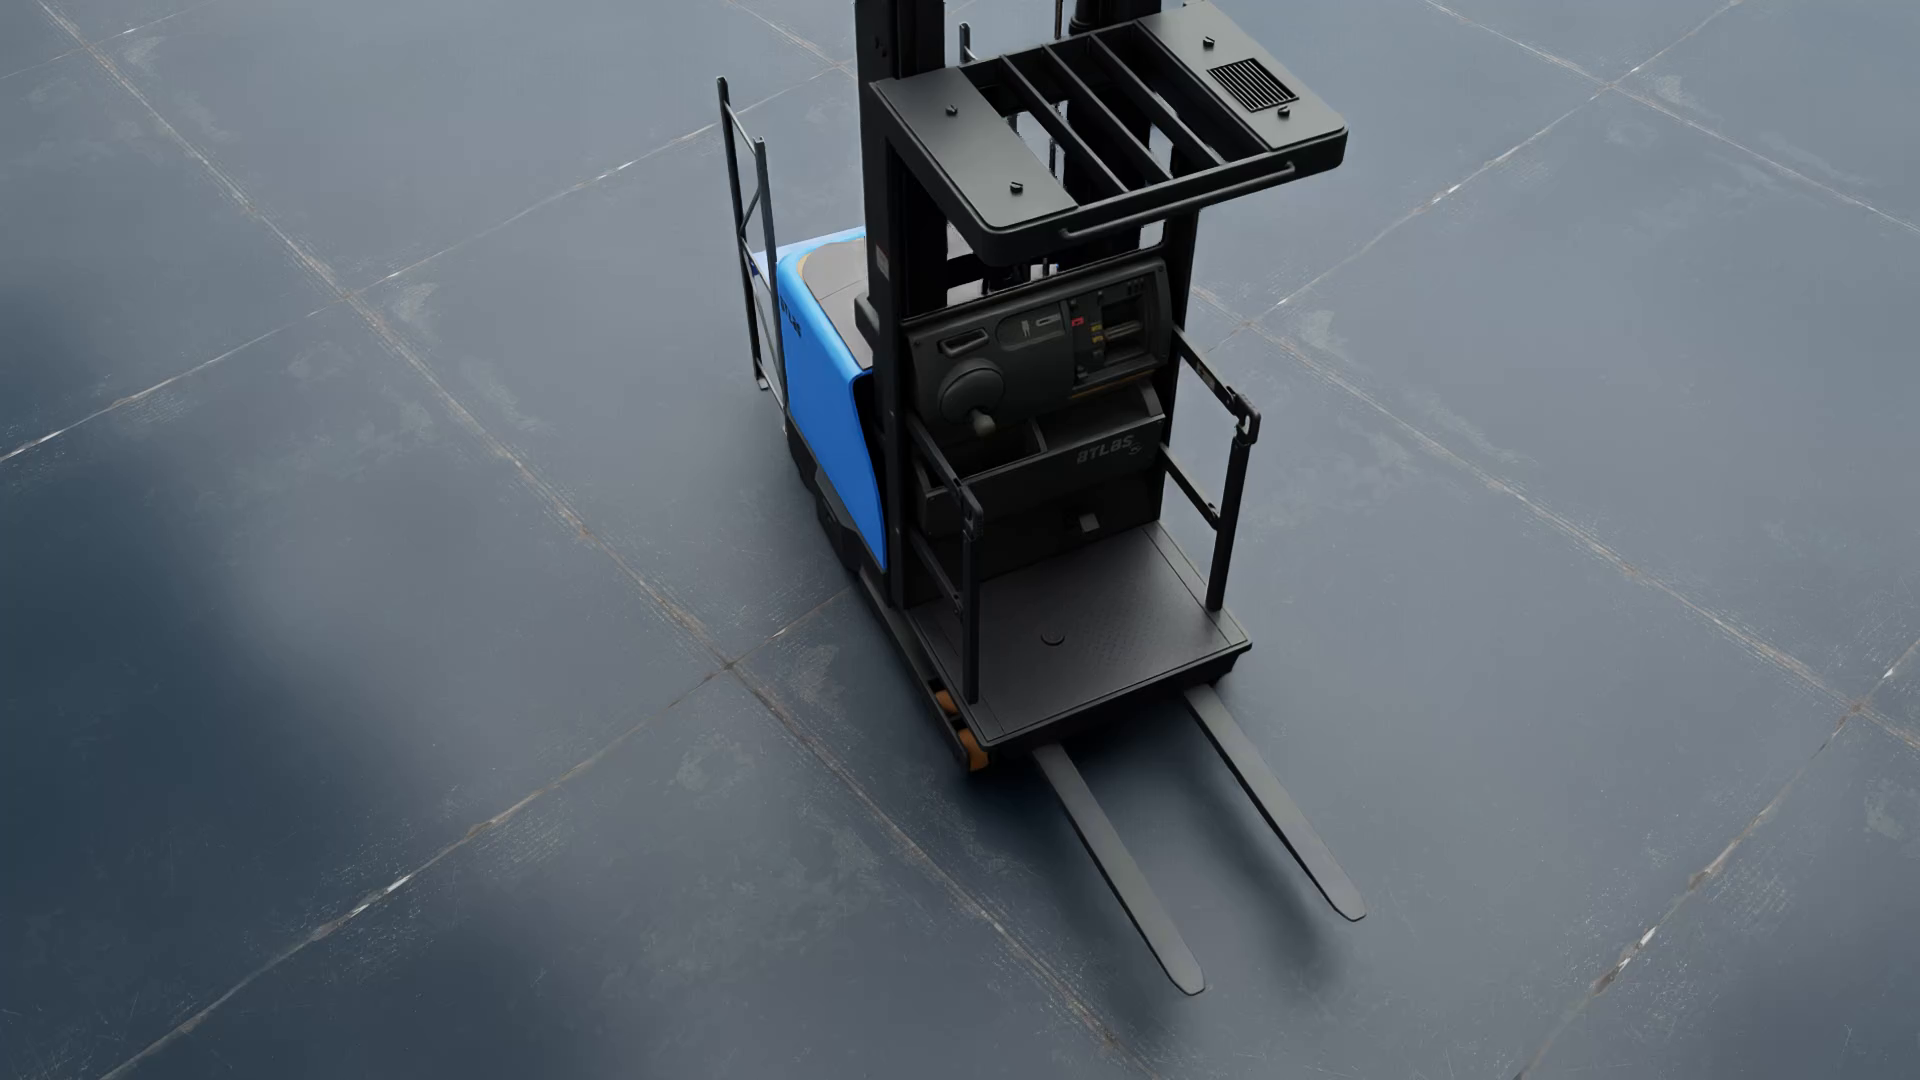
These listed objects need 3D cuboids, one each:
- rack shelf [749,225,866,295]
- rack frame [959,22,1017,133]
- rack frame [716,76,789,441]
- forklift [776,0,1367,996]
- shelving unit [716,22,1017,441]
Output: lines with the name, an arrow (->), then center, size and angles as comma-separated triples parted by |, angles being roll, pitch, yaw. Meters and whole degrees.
rack shelf -> -0.352, -1.124, 7.056 | 1.000, 0.185, 0.538 | -17, 48, -15
rack frame -> 0.115, -1.395, 7.061 | 0.032, 1.500, 0.500 | -17, 48, -15
rack frame -> -0.821, -1.102, 6.791 | 0.032, 1.500, 0.500 | -17, 48, -15
forklift -> 0.368, -0.529, 5.297 | 1.130, 2.935, 3.031 | -19, 50, -17
shelving unit -> -0.353, -1.249, 6.926 | 1.048, 1.500, 0.538 | -17, 48, -15
